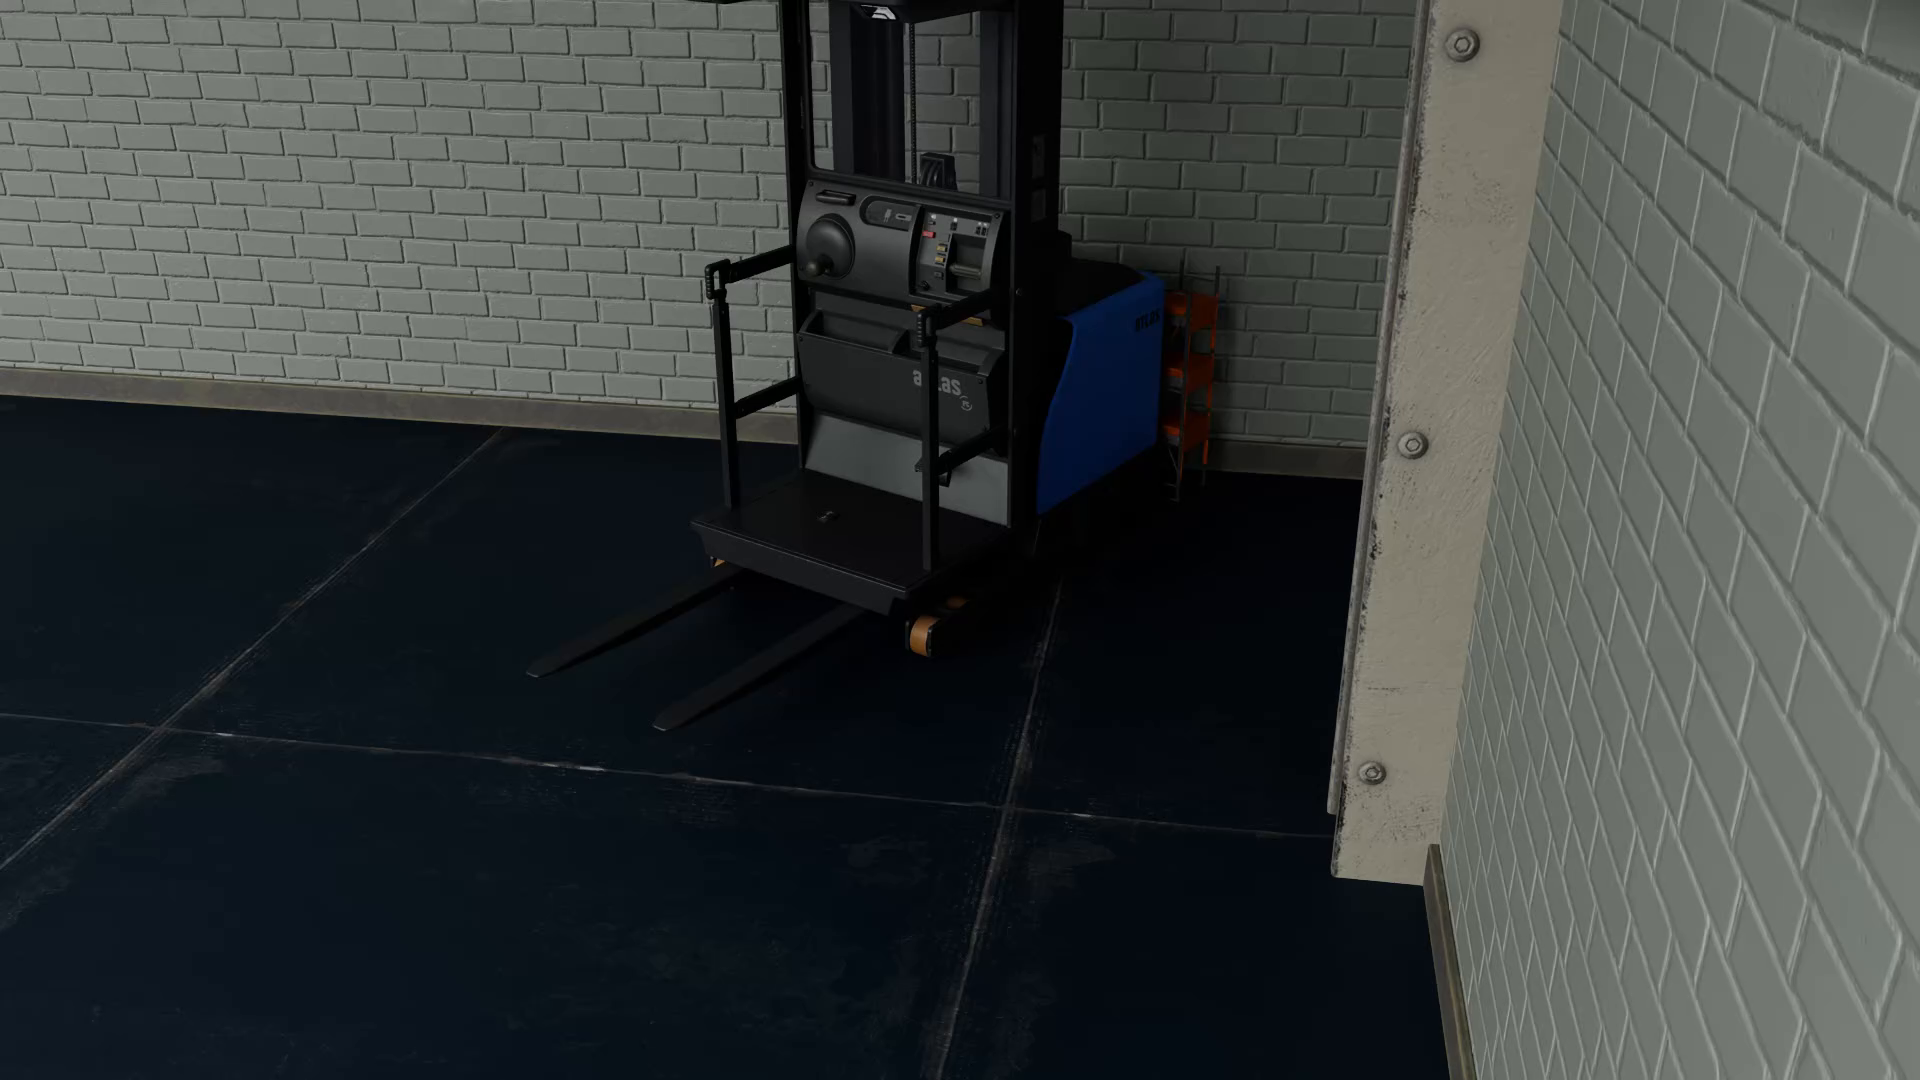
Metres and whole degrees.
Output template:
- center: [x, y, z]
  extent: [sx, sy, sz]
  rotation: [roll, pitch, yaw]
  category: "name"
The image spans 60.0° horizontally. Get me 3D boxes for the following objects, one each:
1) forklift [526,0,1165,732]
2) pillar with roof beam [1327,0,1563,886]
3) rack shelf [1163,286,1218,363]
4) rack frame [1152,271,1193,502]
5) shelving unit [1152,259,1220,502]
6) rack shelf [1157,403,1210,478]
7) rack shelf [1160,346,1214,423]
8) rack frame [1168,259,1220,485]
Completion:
- center: [-0.359, -1.112, 6.168]
  extent: [1.130, 2.935, 3.031]
  rotation: [17, 30, 31]
  category: "forklift"
- center: [-2.931, -3.422, 3.946]
  extent: [9.100, 9.000, 0.400]
  rotation: [4, 25, 9]
  category: "pillar with roof beam"
- center: [0.997, -0.966, 7.430]
  extent: [0.215, 0.259, 0.240]
  rotation: [18, 30, 33]
  category: "rack shelf"
- center: [0.924, -0.677, 7.458]
  extent: [0.200, 1.050, 0.008]
  rotation: [18, 30, 33]
  category: "rack frame"
- center: [0.997, -0.718, 7.546]
  extent: [0.215, 1.050, 0.252]
  rotation: [18, 30, 33]
  category: "shelving unit"
- center: [0.997, -0.457, 7.669]
  extent: [0.215, 0.259, 0.240]
  rotation: [18, 30, 33]
  category: "rack shelf"
- center: [0.997, -0.709, 7.551]
  extent: [0.215, 0.259, 0.240]
  rotation: [18, 30, 33]
  category: "rack shelf"
- center: [1.070, -0.760, 7.635]
  extent: [0.200, 1.050, 0.008]
  rotation: [18, 30, 33]
  category: "rack frame"
